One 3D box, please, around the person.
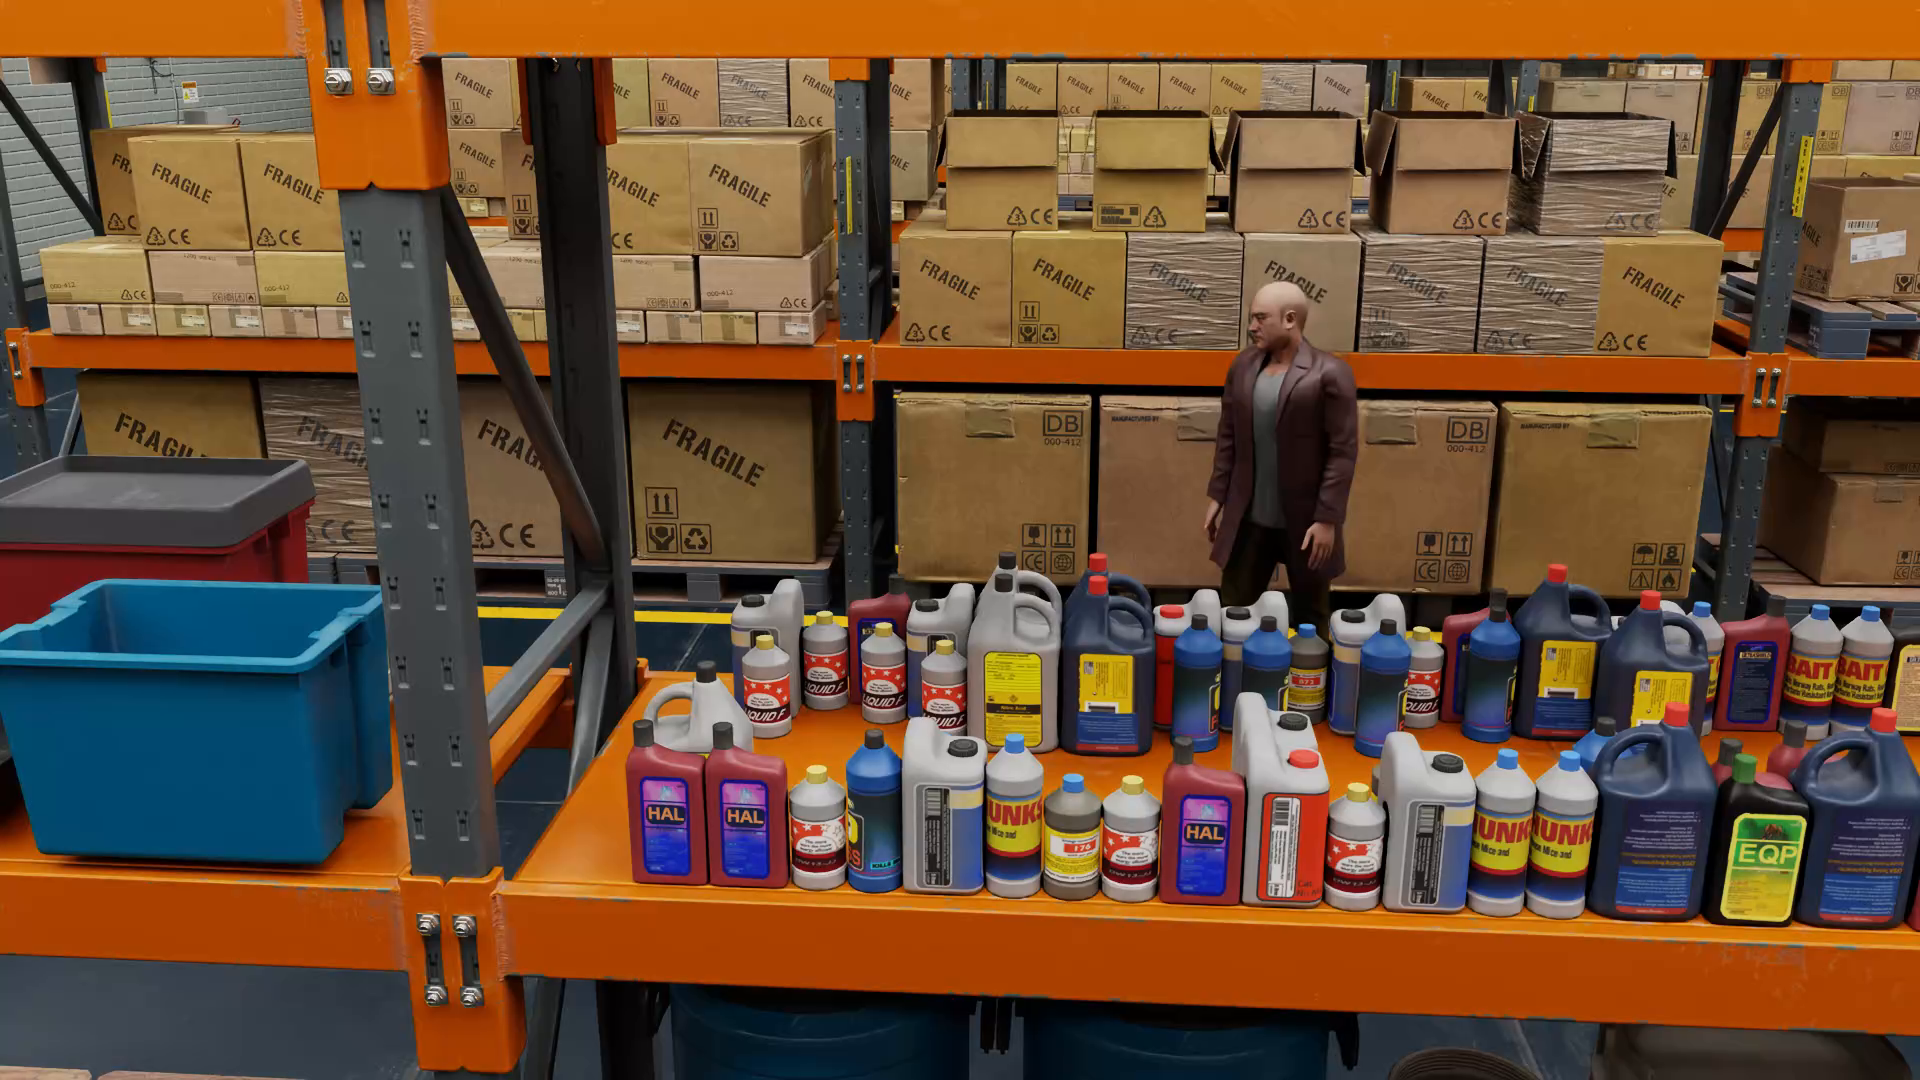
[{"bbox_3d":[1.194,-0.093,6.323,0.630,1.775,0.679,12,21,34],"label":"person"}]
